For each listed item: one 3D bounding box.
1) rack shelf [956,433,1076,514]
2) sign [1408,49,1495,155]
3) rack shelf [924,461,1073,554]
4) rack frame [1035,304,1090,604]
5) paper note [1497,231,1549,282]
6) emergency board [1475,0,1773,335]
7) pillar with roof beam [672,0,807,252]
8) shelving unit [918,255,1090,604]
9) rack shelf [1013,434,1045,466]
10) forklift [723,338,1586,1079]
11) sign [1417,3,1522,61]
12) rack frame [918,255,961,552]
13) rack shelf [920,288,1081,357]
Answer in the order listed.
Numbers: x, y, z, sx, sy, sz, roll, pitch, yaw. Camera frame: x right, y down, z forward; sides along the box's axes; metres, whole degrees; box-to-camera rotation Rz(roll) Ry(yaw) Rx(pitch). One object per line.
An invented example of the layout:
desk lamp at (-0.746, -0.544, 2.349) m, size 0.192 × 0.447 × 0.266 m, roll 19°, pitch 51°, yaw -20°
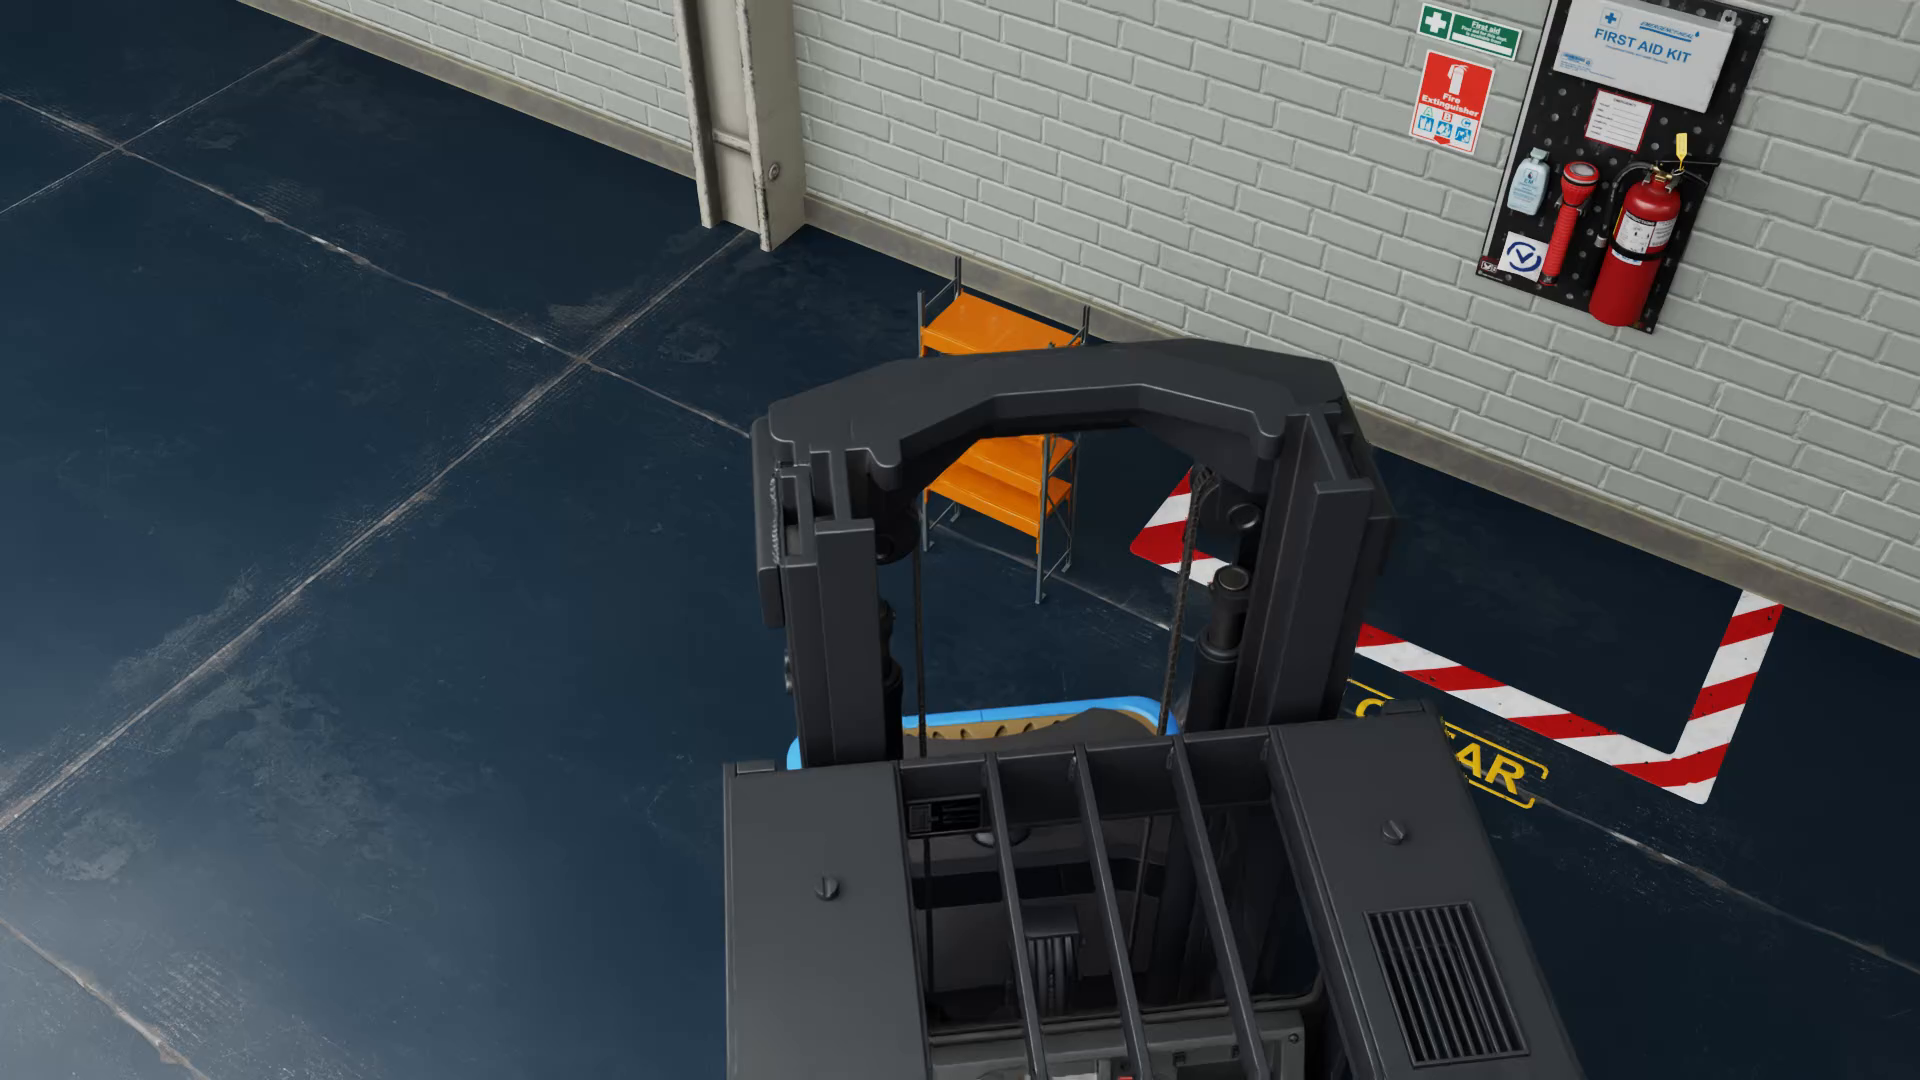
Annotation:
rack shelf at (0.139, -0.307, 5.806) m, size 0.480 × 0.148 × 0.258 m, roll 25°, pitch 51°, yaw 22°
sign at (1.638, -1.460, 5.552) m, size 0.234 × 0.329 × 0.001 m, roll 25°, pitch 51°, yaw 22°
rack shelf at (0.139, -0.169, 5.948) m, size 0.480 × 0.148 × 0.258 m, roll 25°, pitch 51°, yaw 22°
rack frame at (0.345, -0.260, 5.666) m, size 0.015 × 1.200 × 0.240 m, roll 25°, pitch 51°, yaw 22°
paper note at (1.936, -0.974, 5.719) m, size 0.142 × 0.148 × 0.016 m, roll 25°, pitch 51°, yaw 22°
emergency board at (2.048, -1.171, 5.296) m, size 0.643 × 1.169 × 0.194 m, roll 25°, pitch 51°, yaw 22°
pillar with roof beam at (-3.267, -2.006, 1.924) m, size 0.400 × 9.000 × 9.100 m, roll 25°, pitch 51°, yaw 22°
shelving unit at (0.139, -0.354, 5.757) m, size 0.503 × 1.200 × 0.258 m, roll 25°, pitch 51°, yaw 22°
rack shelf at (0.139, -0.463, 5.645) m, size 0.480 × 0.148 × 0.258 m, roll 25°, pitch 51°, yaw 22°
forklift at (0.221, 1.220, 3.021) m, size 1.130 × 2.935 × 3.031 m, roll -5°, pitch 46°, yaw -5°
sign at (1.637, -1.637, 5.355) m, size 0.331 × 0.109 × 0.001 m, roll 25°, pitch 51°, yaw 22°
rack frame at (-0.066, -0.449, 5.849) m, size 0.015 × 1.200 × 0.240 m, roll 25°, pitch 51°, yaw 22°
rack shelf at (0.139, -0.628, 5.476) m, size 0.480 × 0.148 × 0.258 m, roll 25°, pitch 51°, yaw 22°
